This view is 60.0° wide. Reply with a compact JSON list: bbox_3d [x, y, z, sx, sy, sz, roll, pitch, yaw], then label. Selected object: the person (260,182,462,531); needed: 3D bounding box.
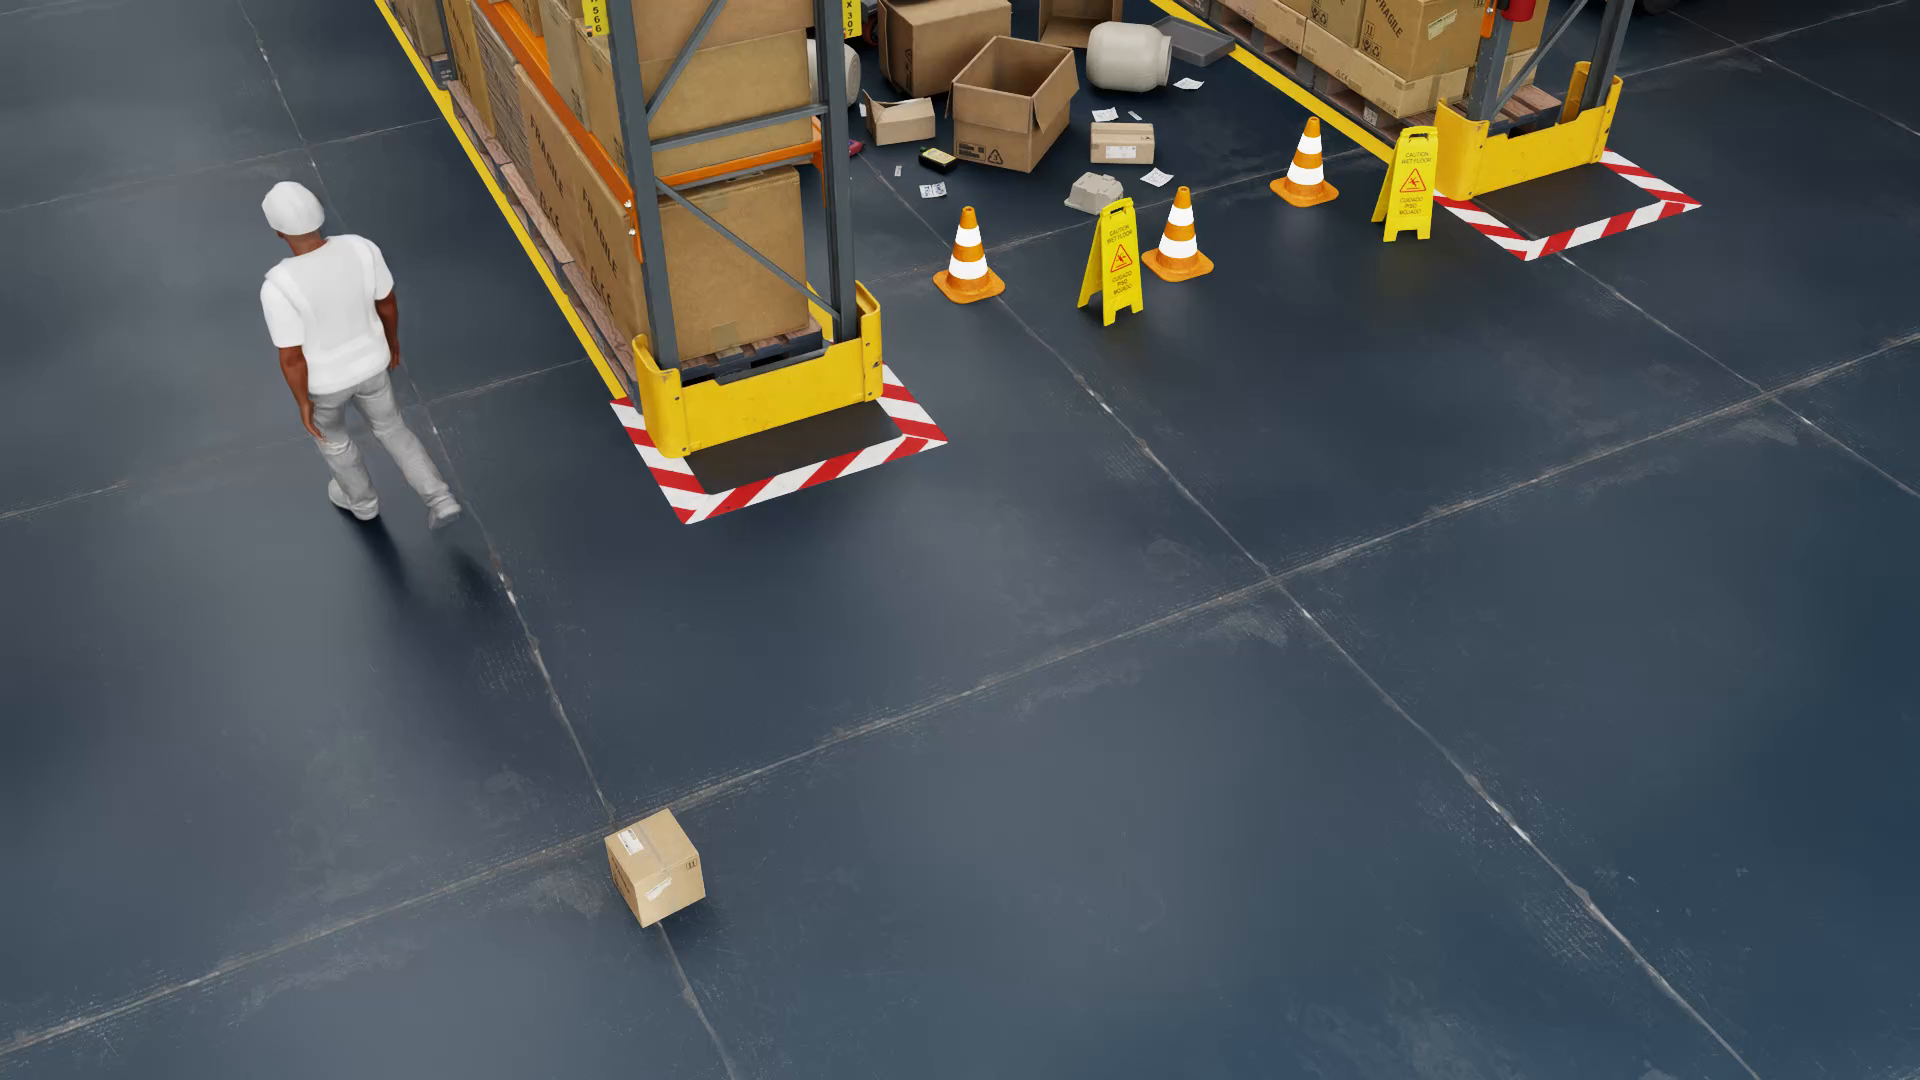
[{"bbox_3d":[-2.553,-0.720,6.958,0.842,1.741,0.575,32,50,32],"label":"person"}]
